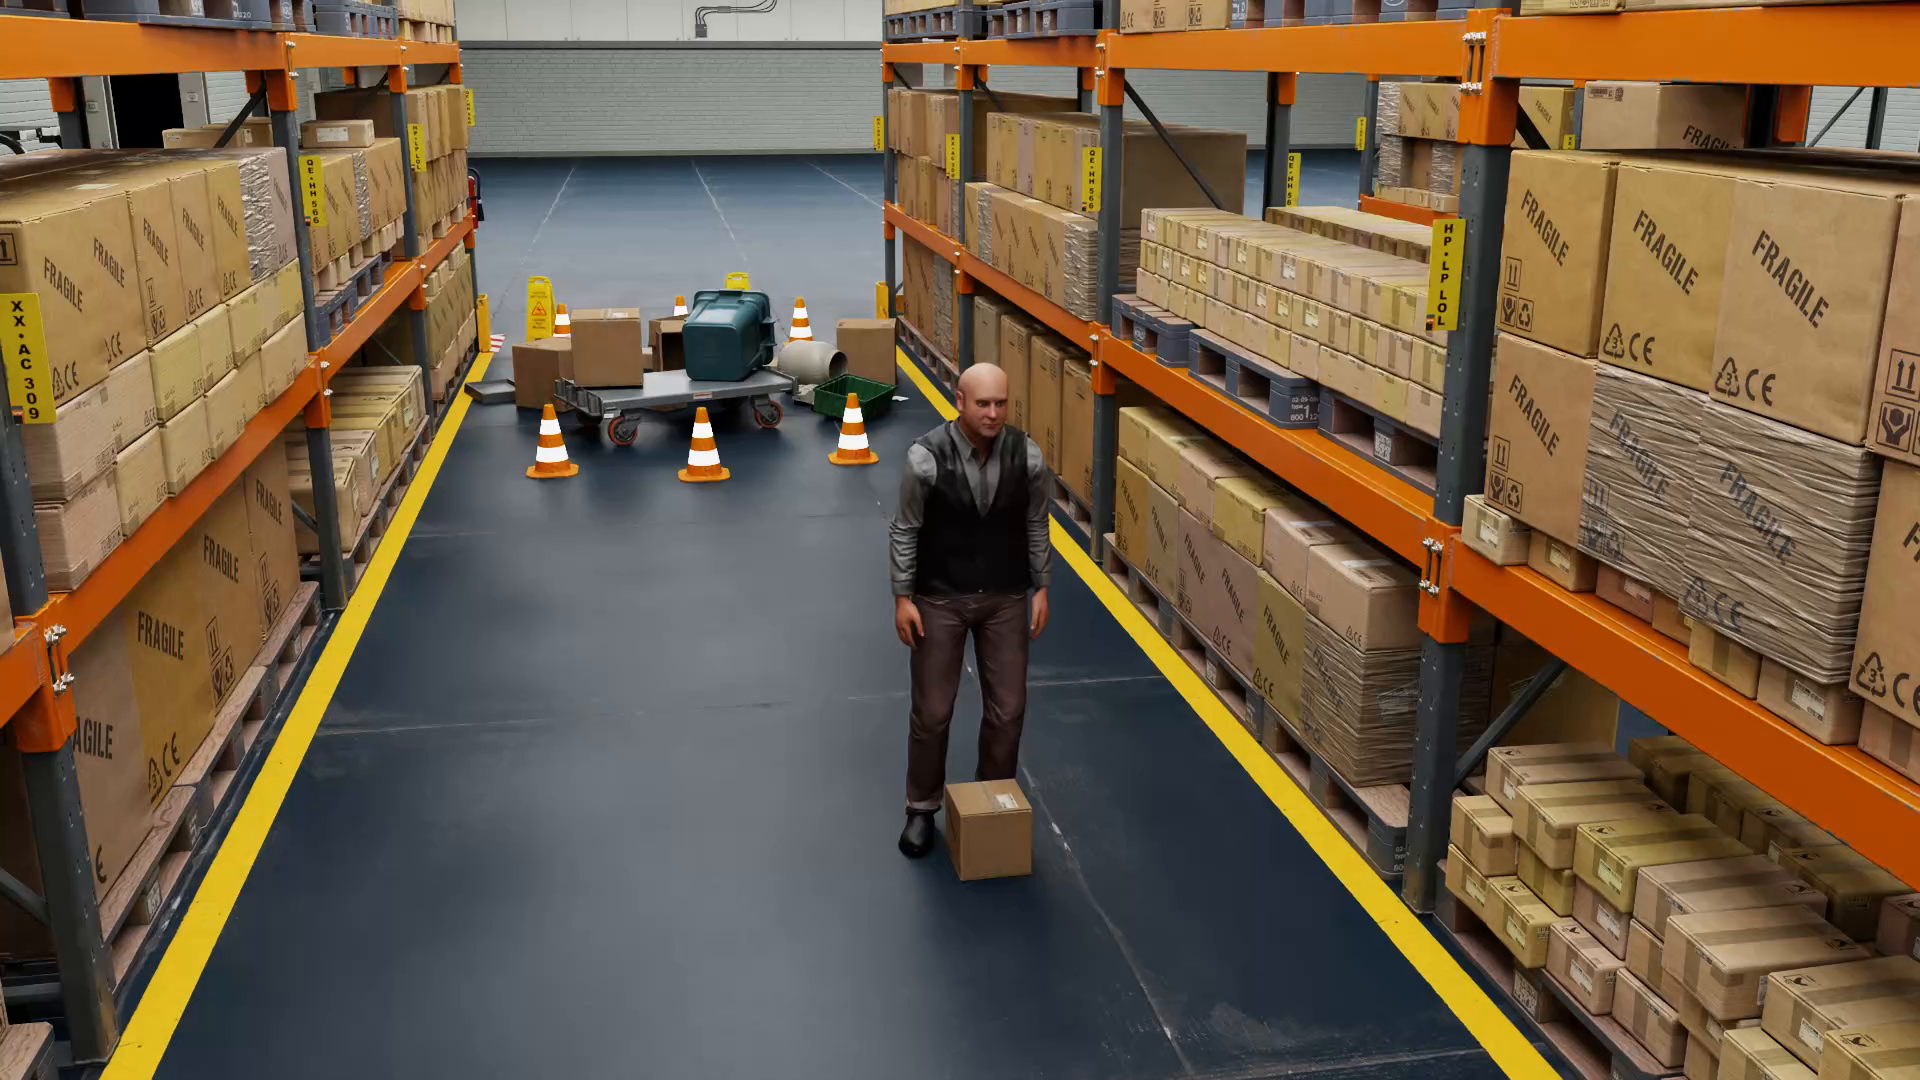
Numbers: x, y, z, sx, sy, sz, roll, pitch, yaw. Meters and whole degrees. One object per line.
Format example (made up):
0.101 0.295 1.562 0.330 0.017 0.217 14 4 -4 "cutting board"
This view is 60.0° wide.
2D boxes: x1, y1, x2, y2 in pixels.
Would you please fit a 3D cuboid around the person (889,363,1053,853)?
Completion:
0.046 0.227 5.801 0.583 1.719 0.475 -4 17 -13 "person"
